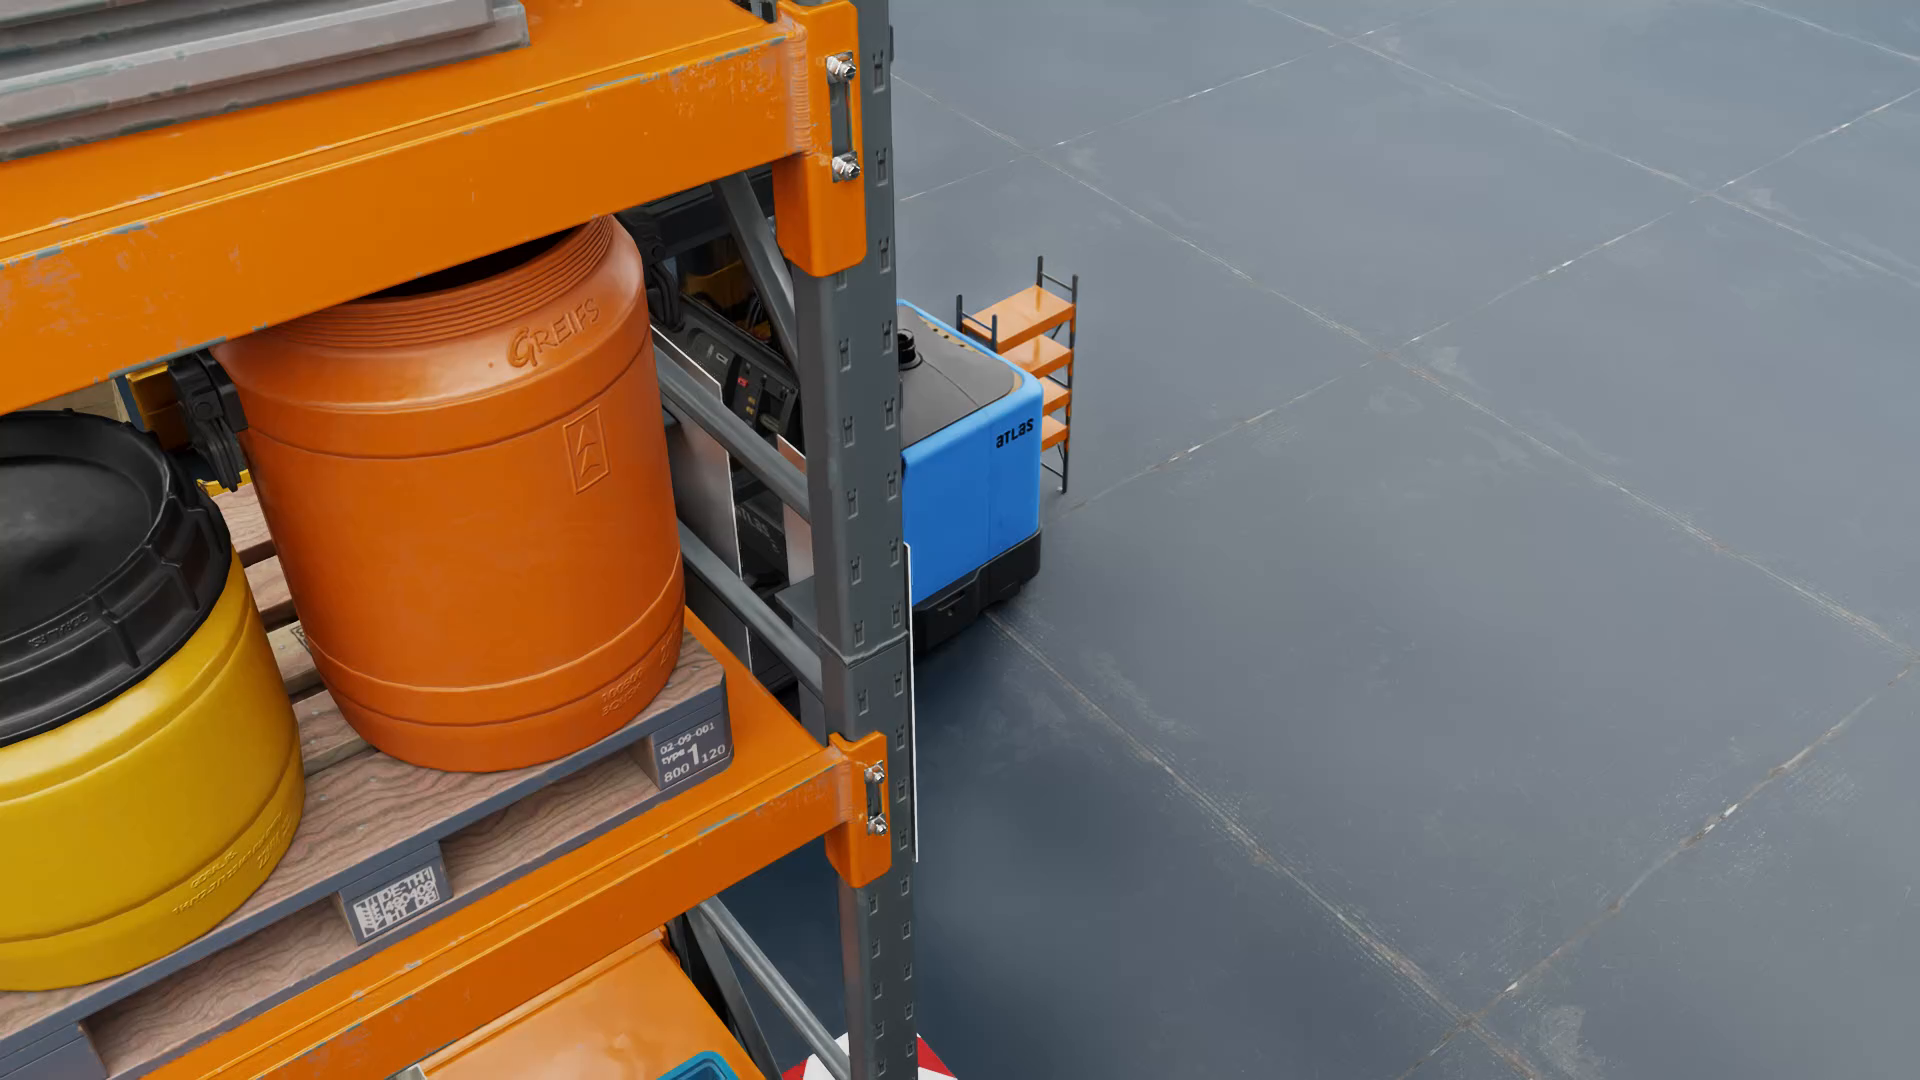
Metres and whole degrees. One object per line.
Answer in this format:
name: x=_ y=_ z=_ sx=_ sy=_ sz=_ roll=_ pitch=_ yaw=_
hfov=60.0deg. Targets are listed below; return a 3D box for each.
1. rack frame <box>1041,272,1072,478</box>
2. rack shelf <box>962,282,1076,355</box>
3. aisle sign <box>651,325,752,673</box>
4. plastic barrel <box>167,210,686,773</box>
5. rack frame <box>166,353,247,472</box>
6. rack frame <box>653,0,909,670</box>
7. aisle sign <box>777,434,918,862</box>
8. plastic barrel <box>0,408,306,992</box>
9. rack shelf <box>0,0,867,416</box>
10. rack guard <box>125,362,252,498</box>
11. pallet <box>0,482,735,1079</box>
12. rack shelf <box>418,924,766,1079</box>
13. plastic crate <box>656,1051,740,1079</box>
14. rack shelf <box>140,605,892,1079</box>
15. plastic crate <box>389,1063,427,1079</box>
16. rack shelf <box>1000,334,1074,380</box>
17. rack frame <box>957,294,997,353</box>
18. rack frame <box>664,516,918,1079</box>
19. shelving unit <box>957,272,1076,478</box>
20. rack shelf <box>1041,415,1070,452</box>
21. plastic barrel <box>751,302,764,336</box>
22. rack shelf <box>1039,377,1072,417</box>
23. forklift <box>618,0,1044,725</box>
rack frame: x=0.431 y=-0.746 z=7.714 sx=0.006 sy=1.046 sz=0.228 roll=-30 pitch=48 yaw=-31
rack shelf: x=0.252 y=-0.945 z=7.337 sx=0.480 sy=0.148 sz=0.258 roll=-30 pitch=48 yaw=-31
aisle sign: x=-0.562 y=-0.080 z=3.433 sx=0.004 sy=0.787 sz=0.394 roll=-26 pitch=46 yaw=-28
plastic barrel: x=-0.749 y=-0.136 z=2.517 sx=0.708 sy=0.830 sz=0.600 roll=-26 pitch=46 yaw=-28
rack frame: x=-3.459 y=-1.391 z=7.080 sx=0.127 sy=3.000 sz=1.000 roll=-26 pitch=46 yaw=-28
rack frame: x=-0.441 y=-1.219 z=2.141 sx=0.127 sy=3.000 sz=1.000 roll=-26 pitch=46 yaw=-28
aisle sign: x=-0.203 y=0.216 z=3.071 sx=0.004 sy=0.787 sz=0.394 roll=-26 pitch=46 yaw=-28
plastic barrel: x=-1.267 y=0.210 z=2.285 sx=0.600 sy=0.588 sz=0.600 roll=0 pitch=39 yaw=0
rack shelf: x=-2.027 y=-0.014 z=1.554 sx=4.000 sy=0.370 sz=1.077 roll=-26 pitch=46 yaw=-28
rack guard: x=-3.519 y=-0.395 z=7.837 sx=0.348 sy=0.500 sz=1.175 roll=-26 pitch=46 yaw=-28
pallet: x=-1.156 y=0.284 z=2.823 sx=1.213 sy=0.211 sz=1.003 roll=-26 pitch=46 yaw=-28
rack shelf: x=-2.027 y=2.151 z=3.330 sx=4.000 sy=0.370 sz=1.077 roll=-26 pitch=46 yaw=-28
plastic crate: x=-0.655 y=1.501 z=3.672 sx=0.616 sy=0.251 sz=0.499 roll=-26 pitch=46 yaw=-28
rack shelf: x=-2.027 y=0.991 z=2.379 sx=4.000 sy=0.370 sz=1.077 roll=-26 pitch=46 yaw=-28
plastic crate: x=-1.346 y=1.386 z=3.903 sx=0.250 sy=0.136 sz=0.298 roll=-26 pitch=46 yaw=-28
rack shelf: x=0.252 y=-0.762 z=7.487 sx=0.480 sy=0.148 sz=0.258 roll=-30 pitch=48 yaw=-31
rack frame: x=0.072 y=-0.537 z=7.458 sx=0.015 sy=1.200 sz=0.240 roll=-30 pitch=48 yaw=-31
rack frame: x=-0.441 y=1.100 z=4.044 sx=0.127 sy=3.000 sz=1.000 roll=-26 pitch=46 yaw=-28
shelving unit: x=0.250 y=-0.640 z=7.585 sx=0.499 sy=1.200 sz=0.258 roll=-30 pitch=48 yaw=-31
rack shelf: x=0.252 y=-0.436 z=7.755 sx=0.480 sy=0.148 sz=0.258 roll=-30 pitch=48 yaw=-31
plastic barrel: x=-4.098 y=2.426 z=3.299 sx=11.002 sy=1.474 sz=2.844 roll=-26 pitch=46 yaw=-28
rack shelf: x=0.252 y=-0.589 z=7.629 sx=0.480 sy=0.148 sz=0.258 roll=-30 pitch=48 yaw=-31
forklift: x=-8.703 y=-3.796 z=10.067 sx=7.386 sy=2.935 sz=18.991 roll=-30 pitch=48 yaw=-31
